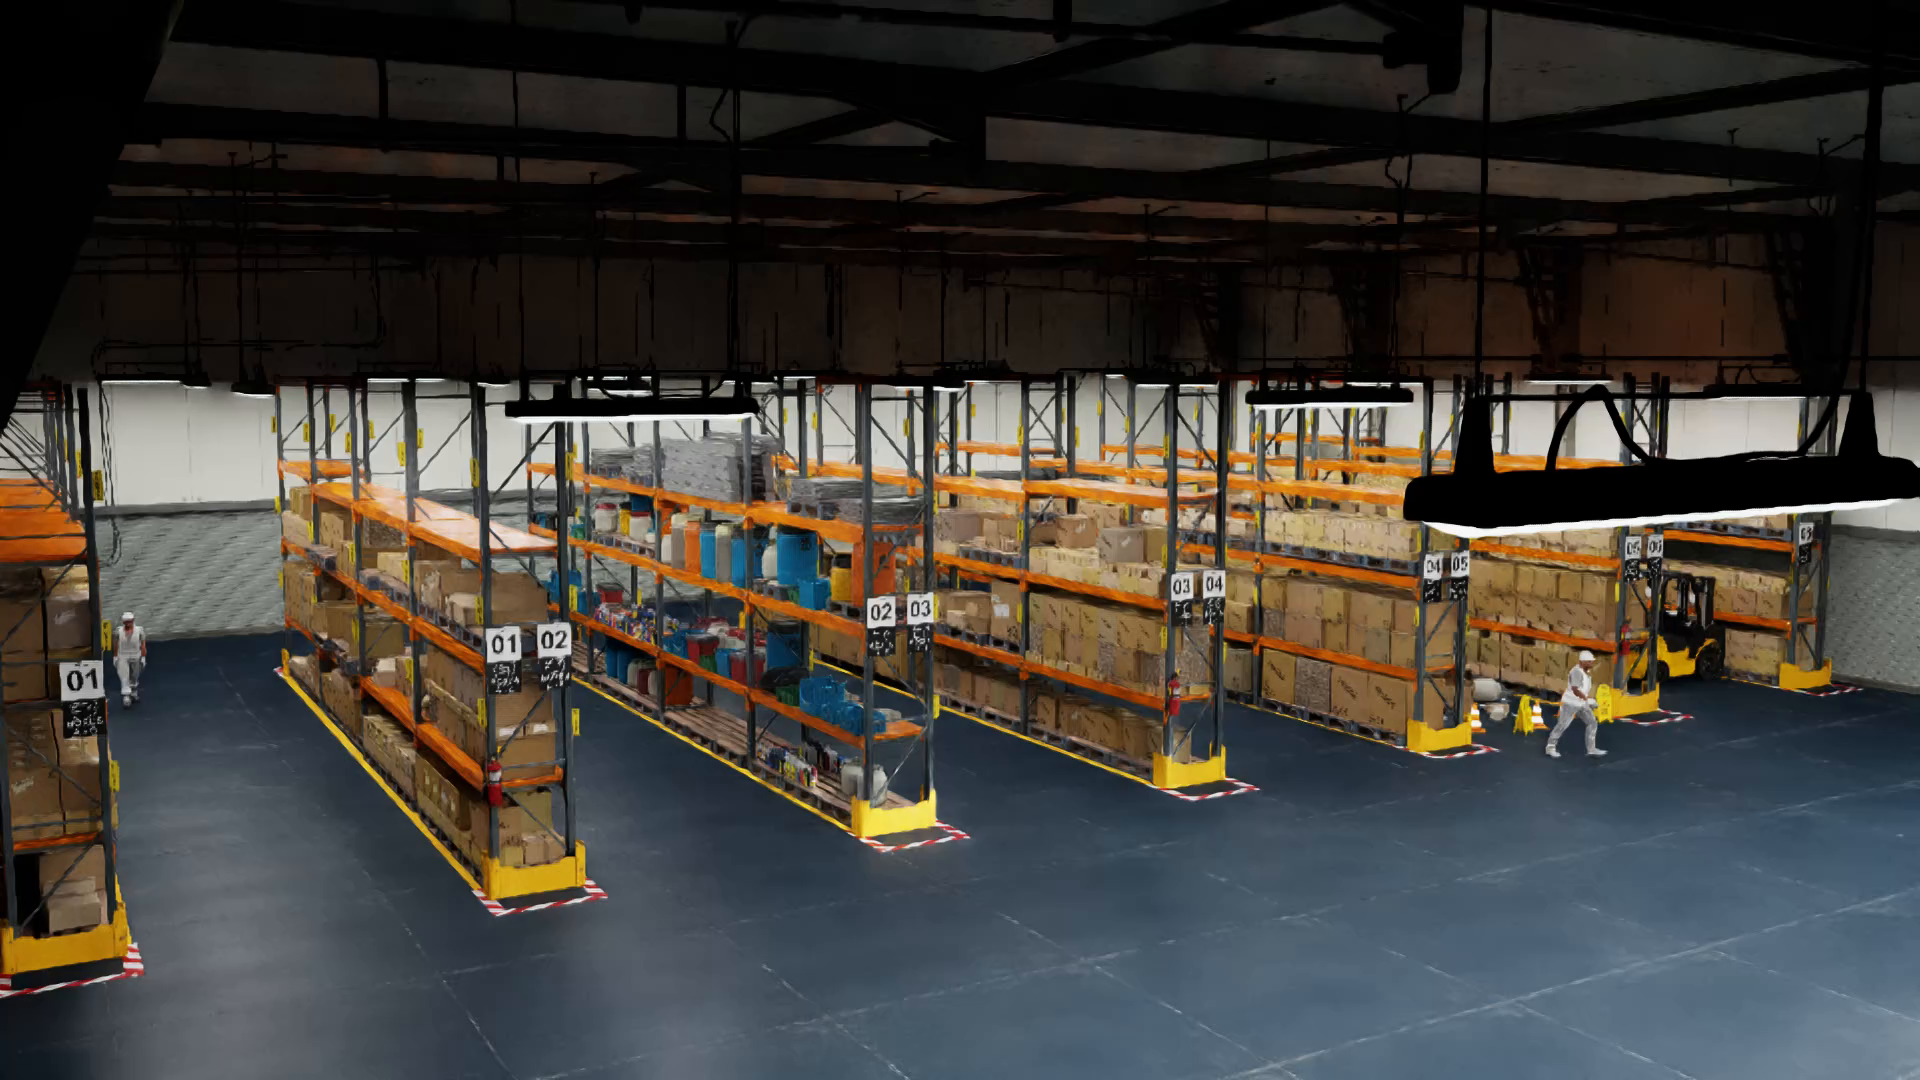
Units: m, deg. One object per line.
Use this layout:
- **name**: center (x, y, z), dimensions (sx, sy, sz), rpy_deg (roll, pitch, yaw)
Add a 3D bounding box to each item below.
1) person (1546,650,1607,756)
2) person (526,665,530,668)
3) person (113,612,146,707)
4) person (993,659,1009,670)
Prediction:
- **person**: center (9.777, 2.586, 26.368), dimensions (0.810, 1.716, 0.704), rpy_deg (6, 8, 41)
- **person**: center (-8.030, 2.206, 30.096), dimensions (0.542, 1.645, 1.126), rpy_deg (-3, 7, -28)
- **person**: center (-15.149, 2.147, 30.364), dimensions (0.550, 1.709, 1.128), rpy_deg (-4, 7, -32)
- **person**: center (0.858, 1.864, 32.633), dimensions (0.664, 1.769, 0.405), rpy_deg (5, 8, 37)
